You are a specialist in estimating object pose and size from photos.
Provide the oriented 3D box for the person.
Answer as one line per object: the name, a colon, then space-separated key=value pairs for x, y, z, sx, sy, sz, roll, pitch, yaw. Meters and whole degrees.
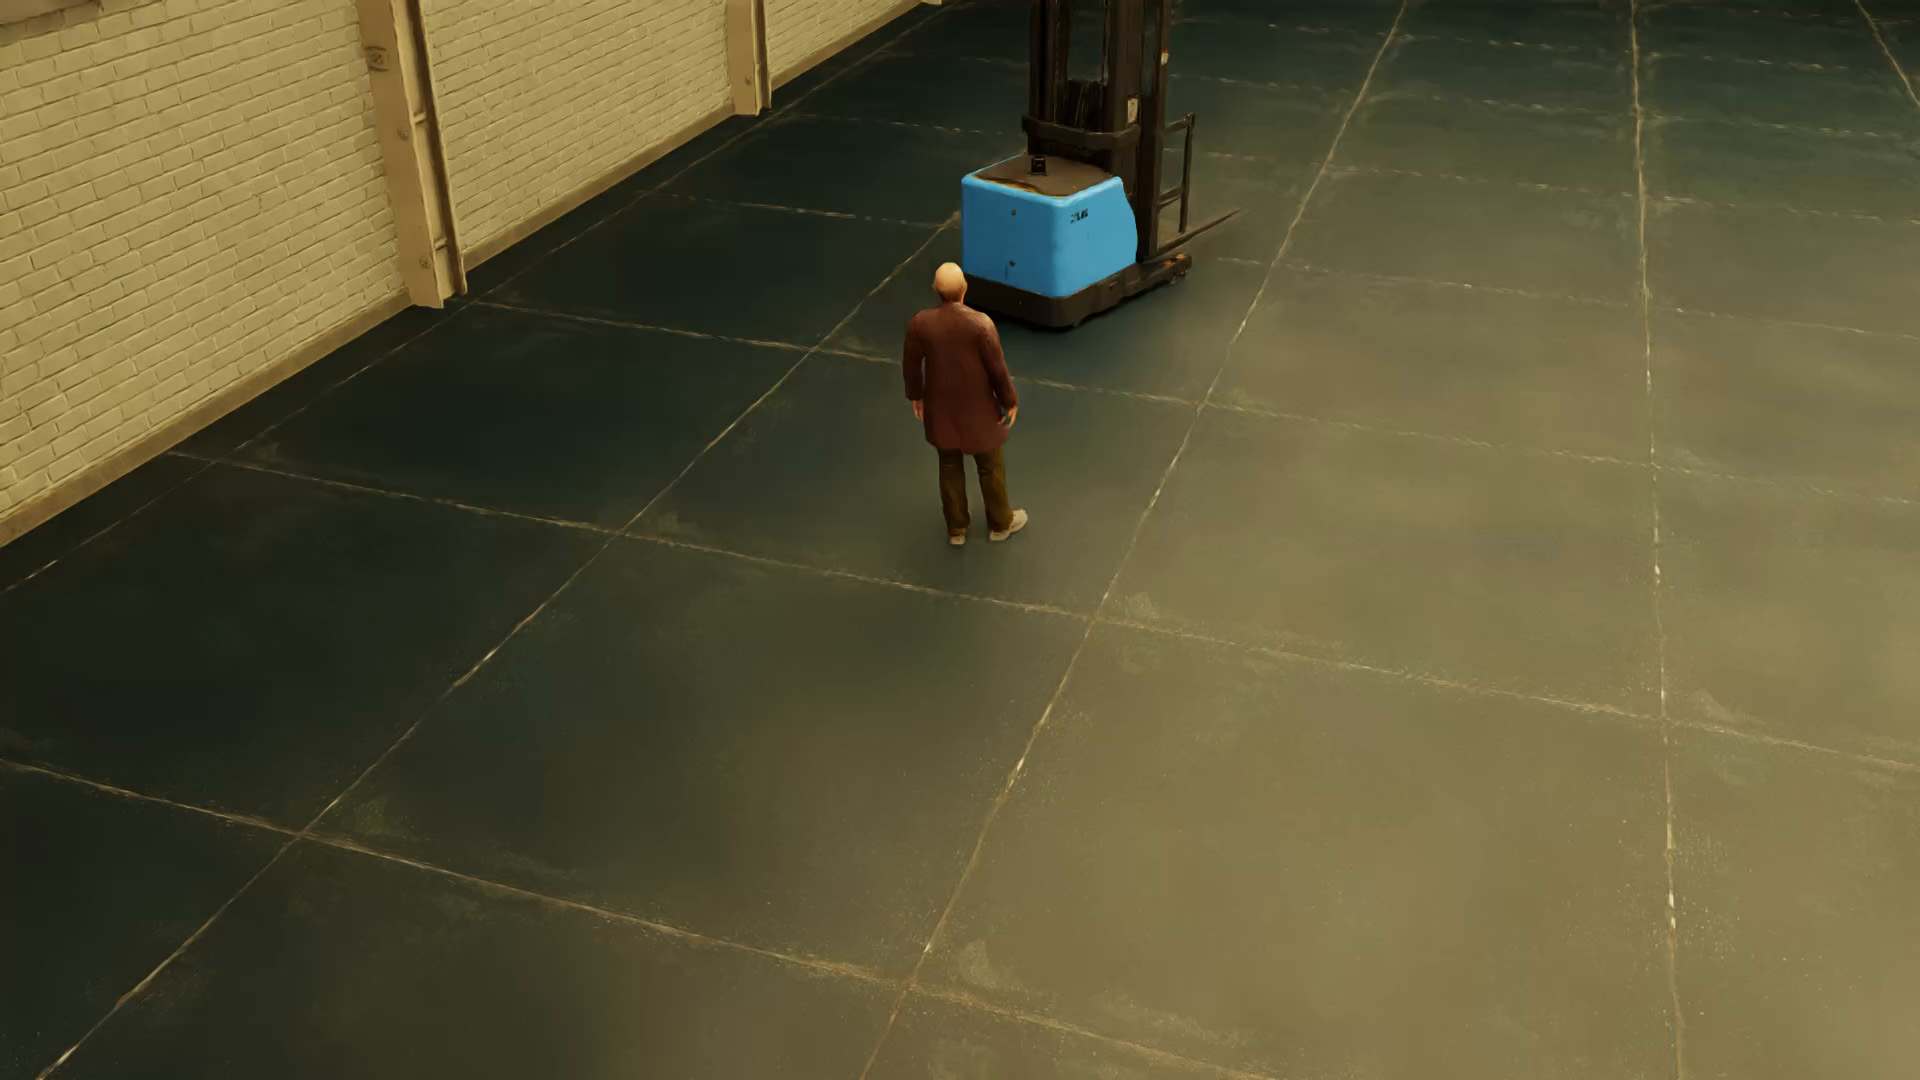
person: x=0.034 y=-0.821 z=9.726 sx=0.694 sy=1.776 sz=0.580 roll=10 pitch=31 yaw=16

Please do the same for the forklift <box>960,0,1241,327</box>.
forklift: x=1.305 y=-3.575 z=13.407 sx=1.130 sy=2.935 sz=3.031 roll=22 pitch=36 yaw=33
